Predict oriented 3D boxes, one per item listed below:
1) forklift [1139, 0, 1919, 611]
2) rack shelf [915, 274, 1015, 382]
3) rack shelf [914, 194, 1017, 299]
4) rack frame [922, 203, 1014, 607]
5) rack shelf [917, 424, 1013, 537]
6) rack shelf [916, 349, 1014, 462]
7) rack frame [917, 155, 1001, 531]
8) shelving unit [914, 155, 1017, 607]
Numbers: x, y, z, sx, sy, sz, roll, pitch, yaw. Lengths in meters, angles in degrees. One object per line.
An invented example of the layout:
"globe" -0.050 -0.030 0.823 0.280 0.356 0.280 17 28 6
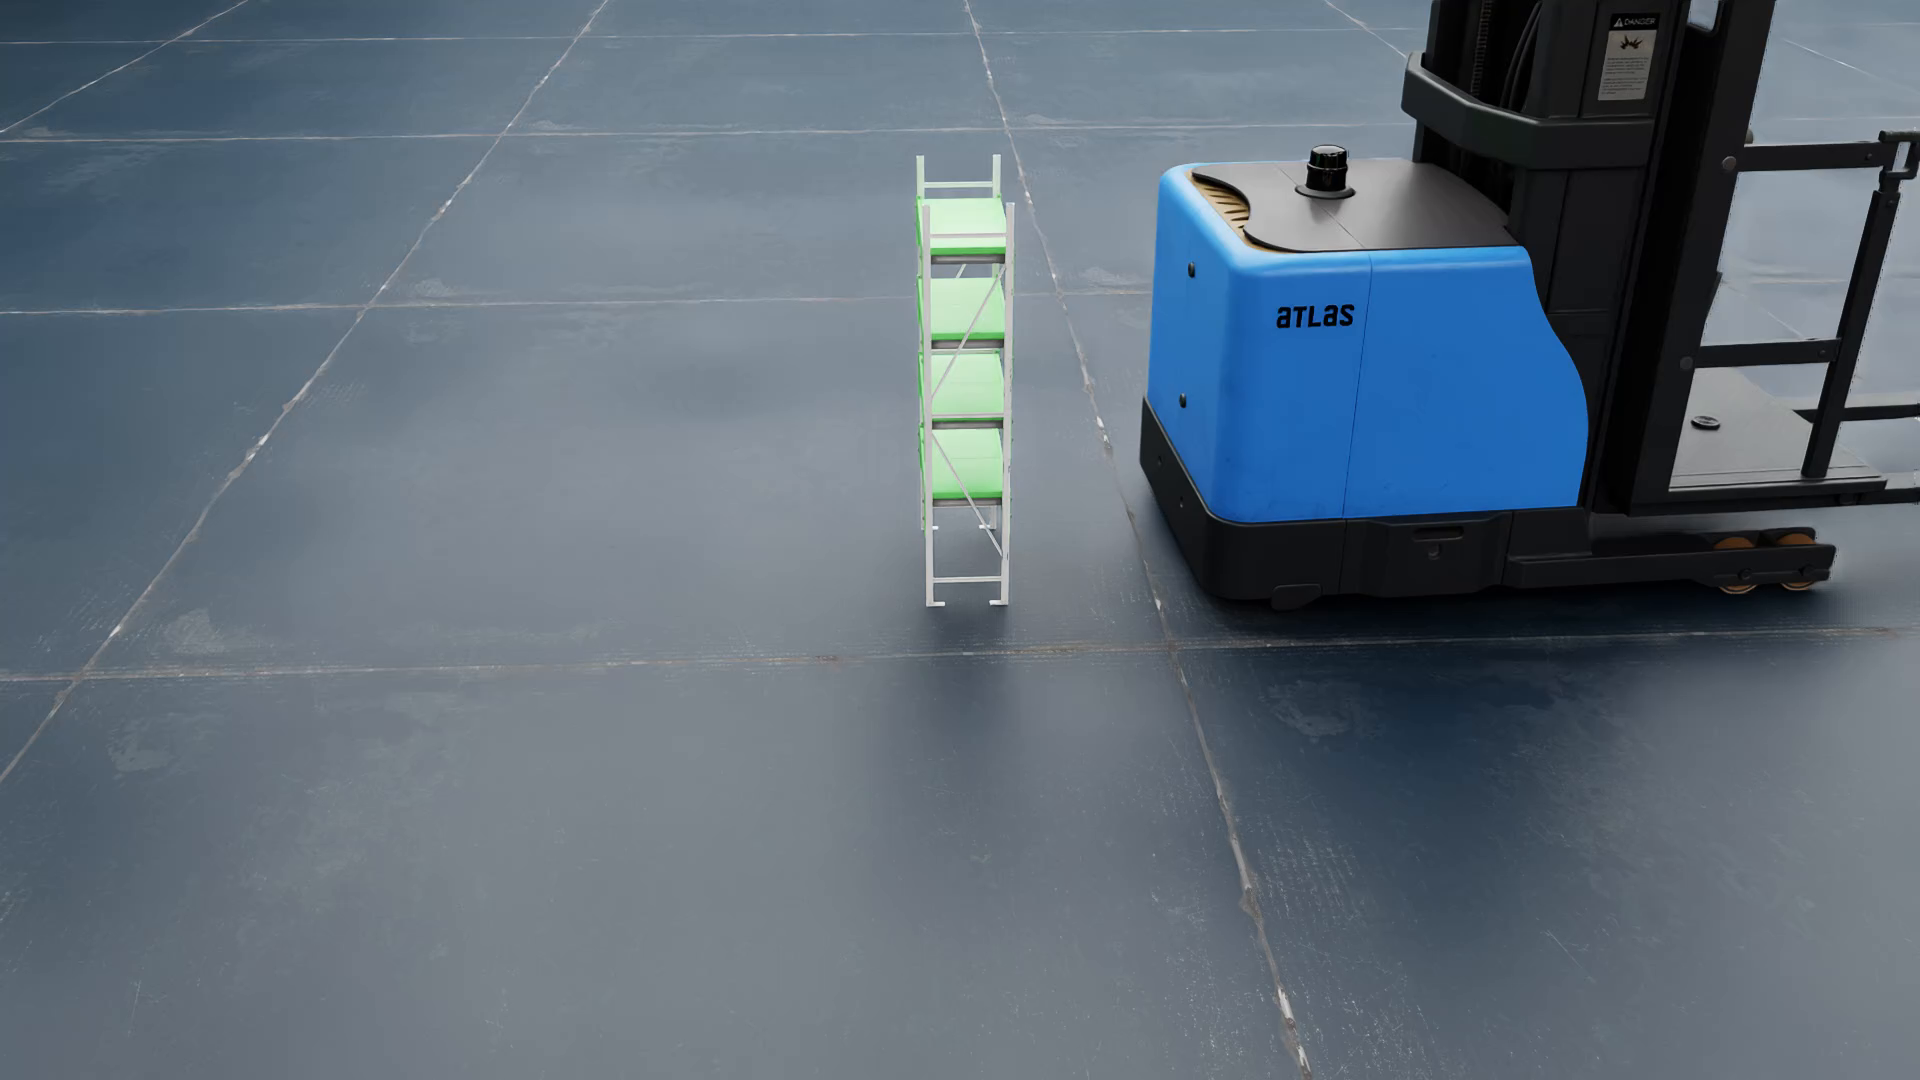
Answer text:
"forklift" 2.157 -1.379 4.725 3.031 2.935 1.130 -3 28 -6
"rack shelf" 0.009 -0.612 4.745 0.258 0.148 0.480 -1 28 -3
"rack shelf" 0.009 -0.824 4.634 0.258 0.148 0.480 -1 28 -3
"rack frame" 0.021 -0.343 4.610 0.240 1.200 0.015 -1 28 -3
"rack shelf" 0.009 -0.186 4.966 0.258 0.148 0.480 -1 28 -3
"rack shelf" 0.009 -0.399 4.856 0.258 0.148 0.480 -1 28 -3
"rack frame" -0.004 -0.568 5.042 0.240 1.200 0.015 -1 28 -3
"shelving unit" 0.009 -0.456 4.826 0.258 1.200 0.503 -1 28 -3
